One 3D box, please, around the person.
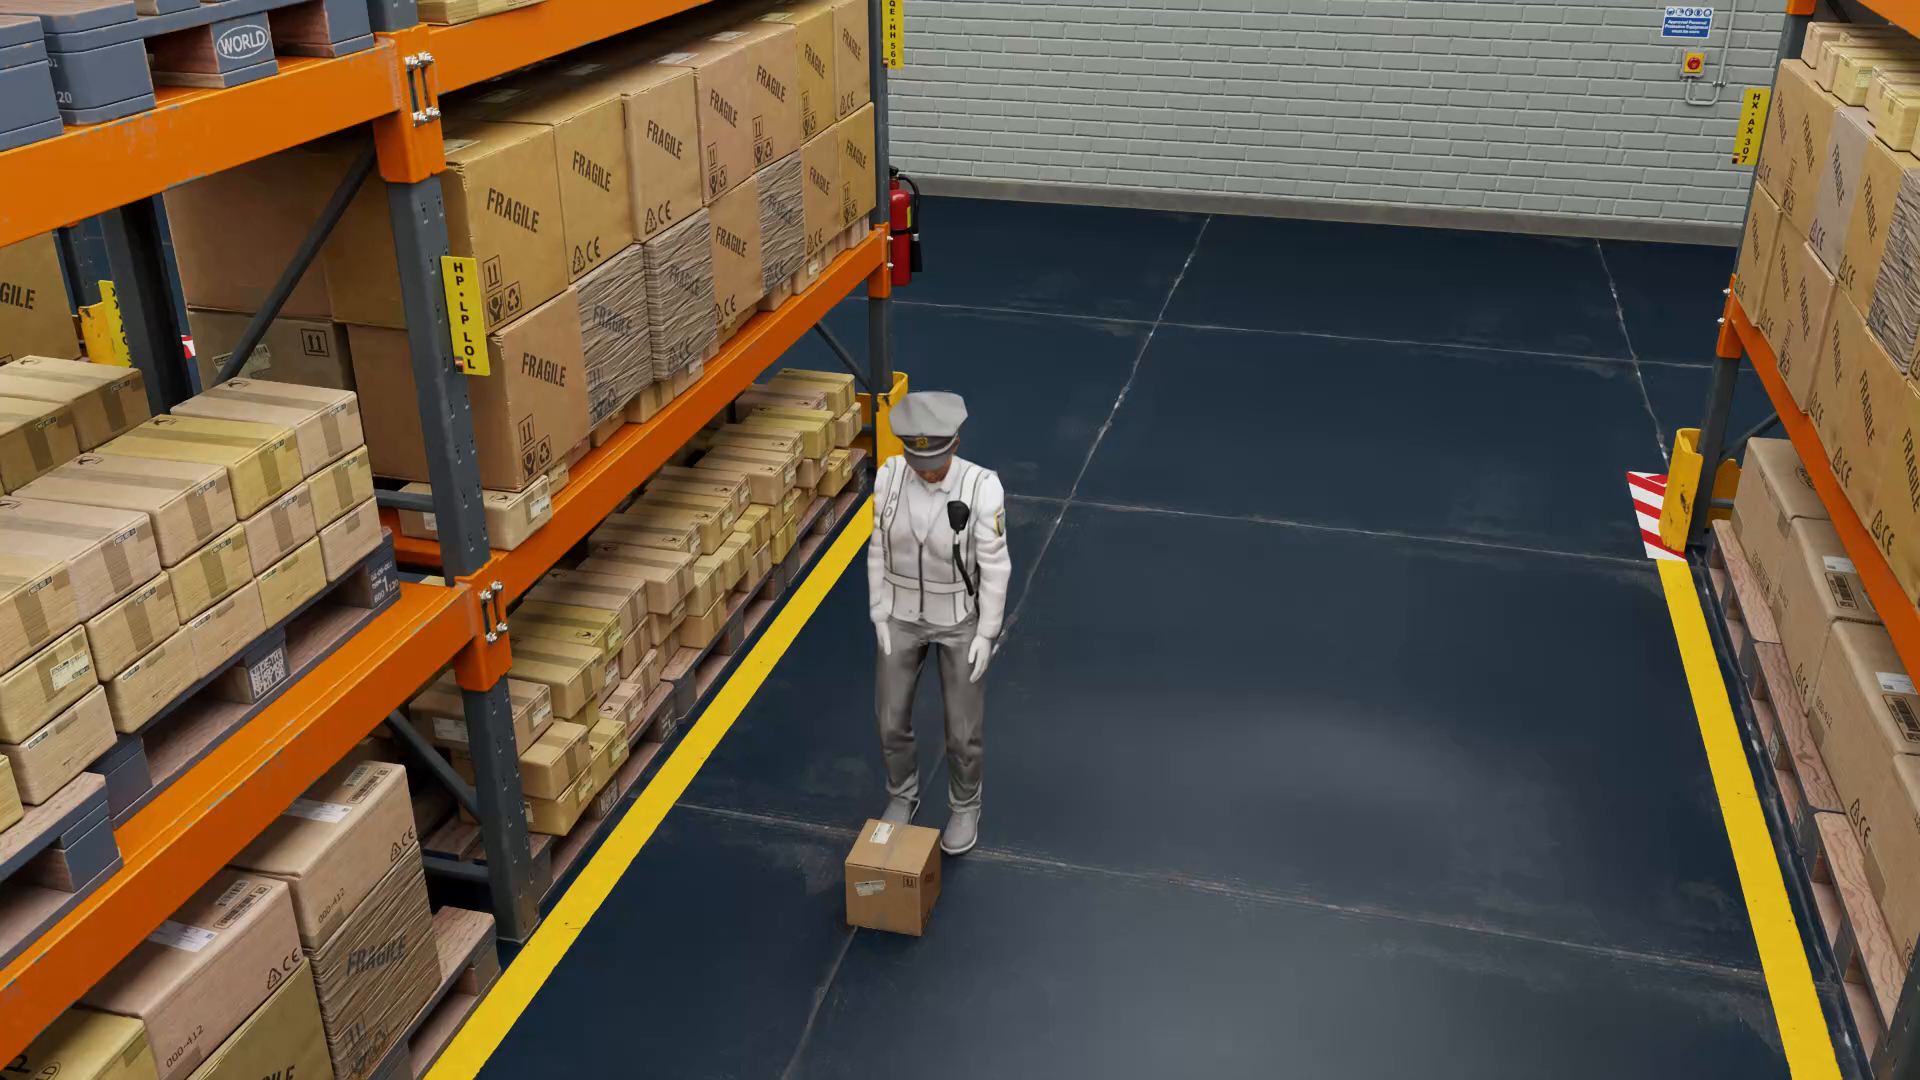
[{"bbox_3d":[-0.077,0.290,5.535,0.488,1.649,0.396,7,26,14],"label":"person"}]
